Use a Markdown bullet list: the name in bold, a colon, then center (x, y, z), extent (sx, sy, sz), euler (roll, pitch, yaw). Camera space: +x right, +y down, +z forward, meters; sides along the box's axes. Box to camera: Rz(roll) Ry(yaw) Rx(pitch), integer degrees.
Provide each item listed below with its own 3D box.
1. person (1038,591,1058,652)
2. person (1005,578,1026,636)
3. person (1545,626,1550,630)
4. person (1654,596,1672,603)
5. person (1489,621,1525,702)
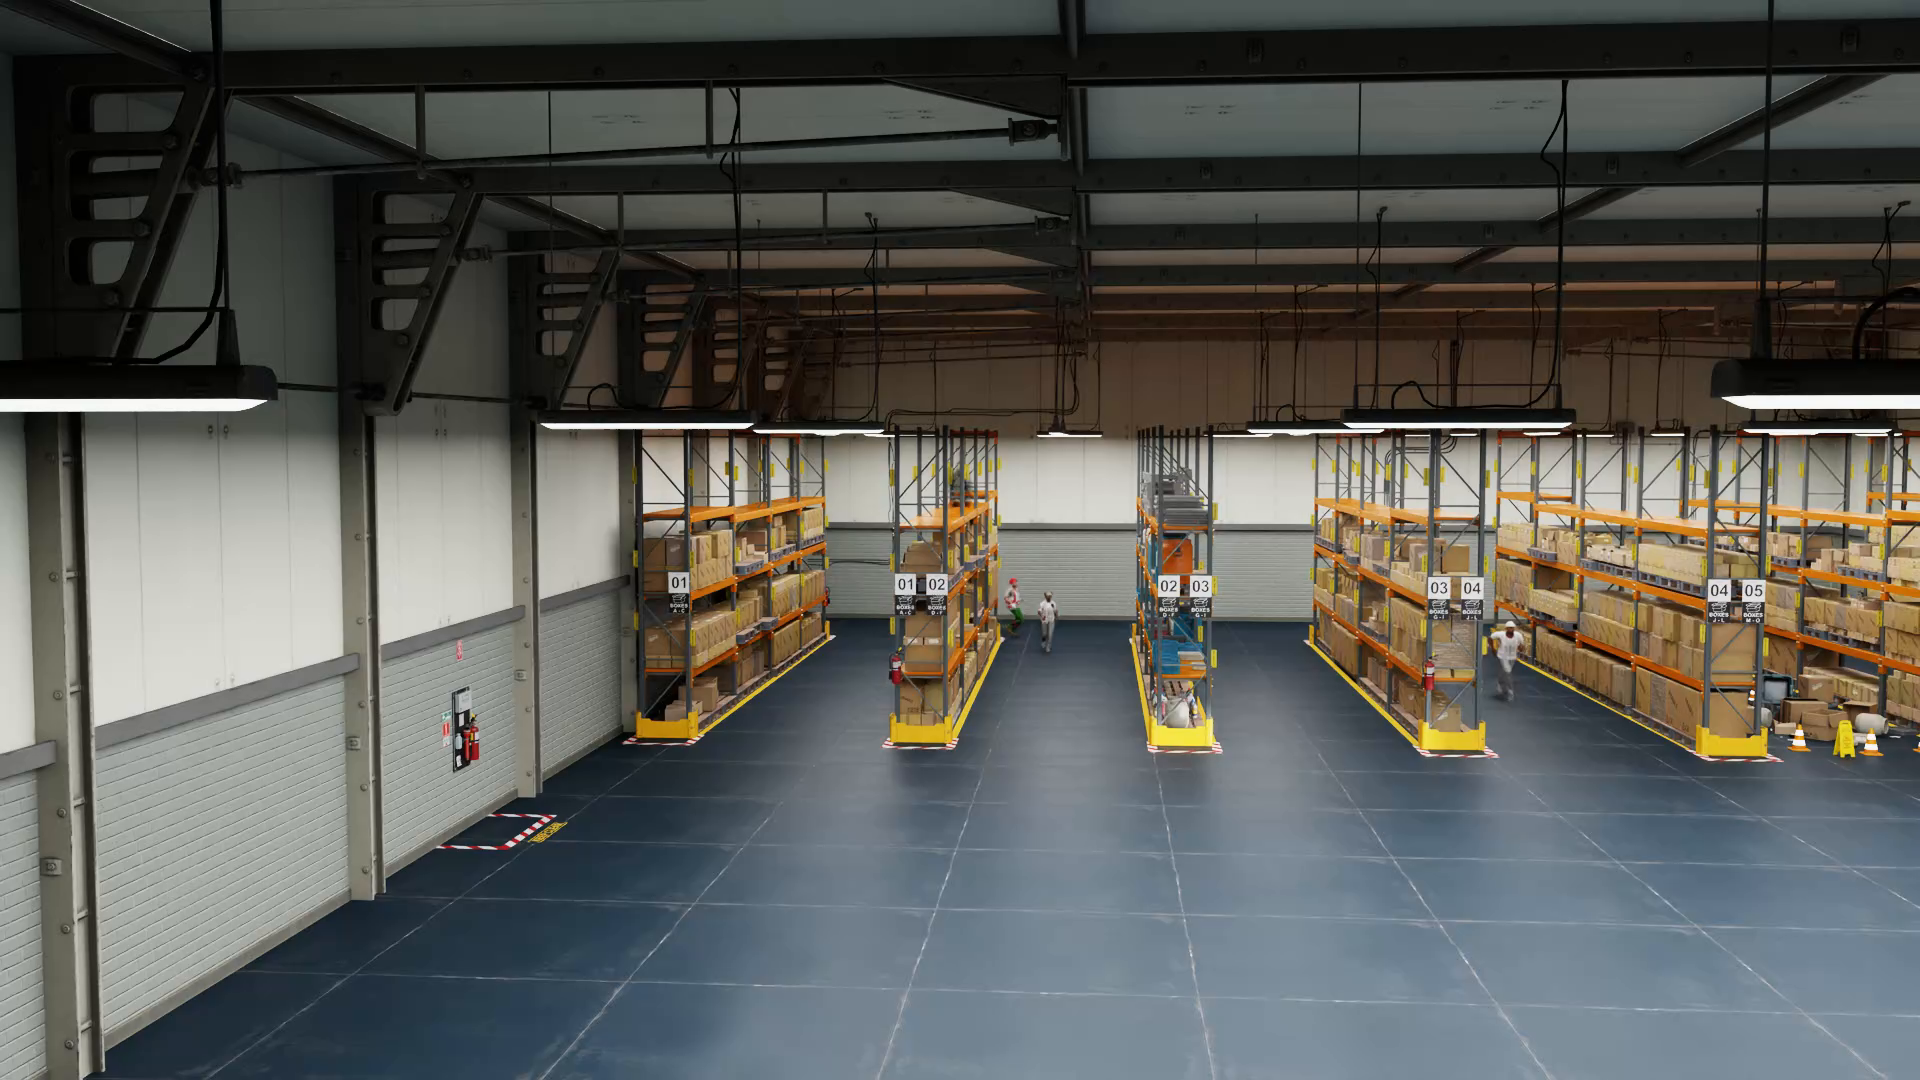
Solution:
- **person**: center (2.389, 2.193, 44.976), extent (0.563, 1.655, 0.589), euler (0, 3, -4)
- **person**: center (1.609, 1.957, 48.487), extent (0.560, 1.709, 0.660), euler (1, 4, 16)
- **person**: center (16.917, 1.952, 48.565), extent (0.859, 1.780, 0.636), euler (-1, 4, -19)
- **person**: center (20.074, 2.000, 47.466), extent (0.918, 1.764, 0.712), euler (-1, 3, -10)
- **person**: center (12.089, 2.653, 36.812), extent (0.695, 1.776, 1.007), euler (0, 3, -8)
